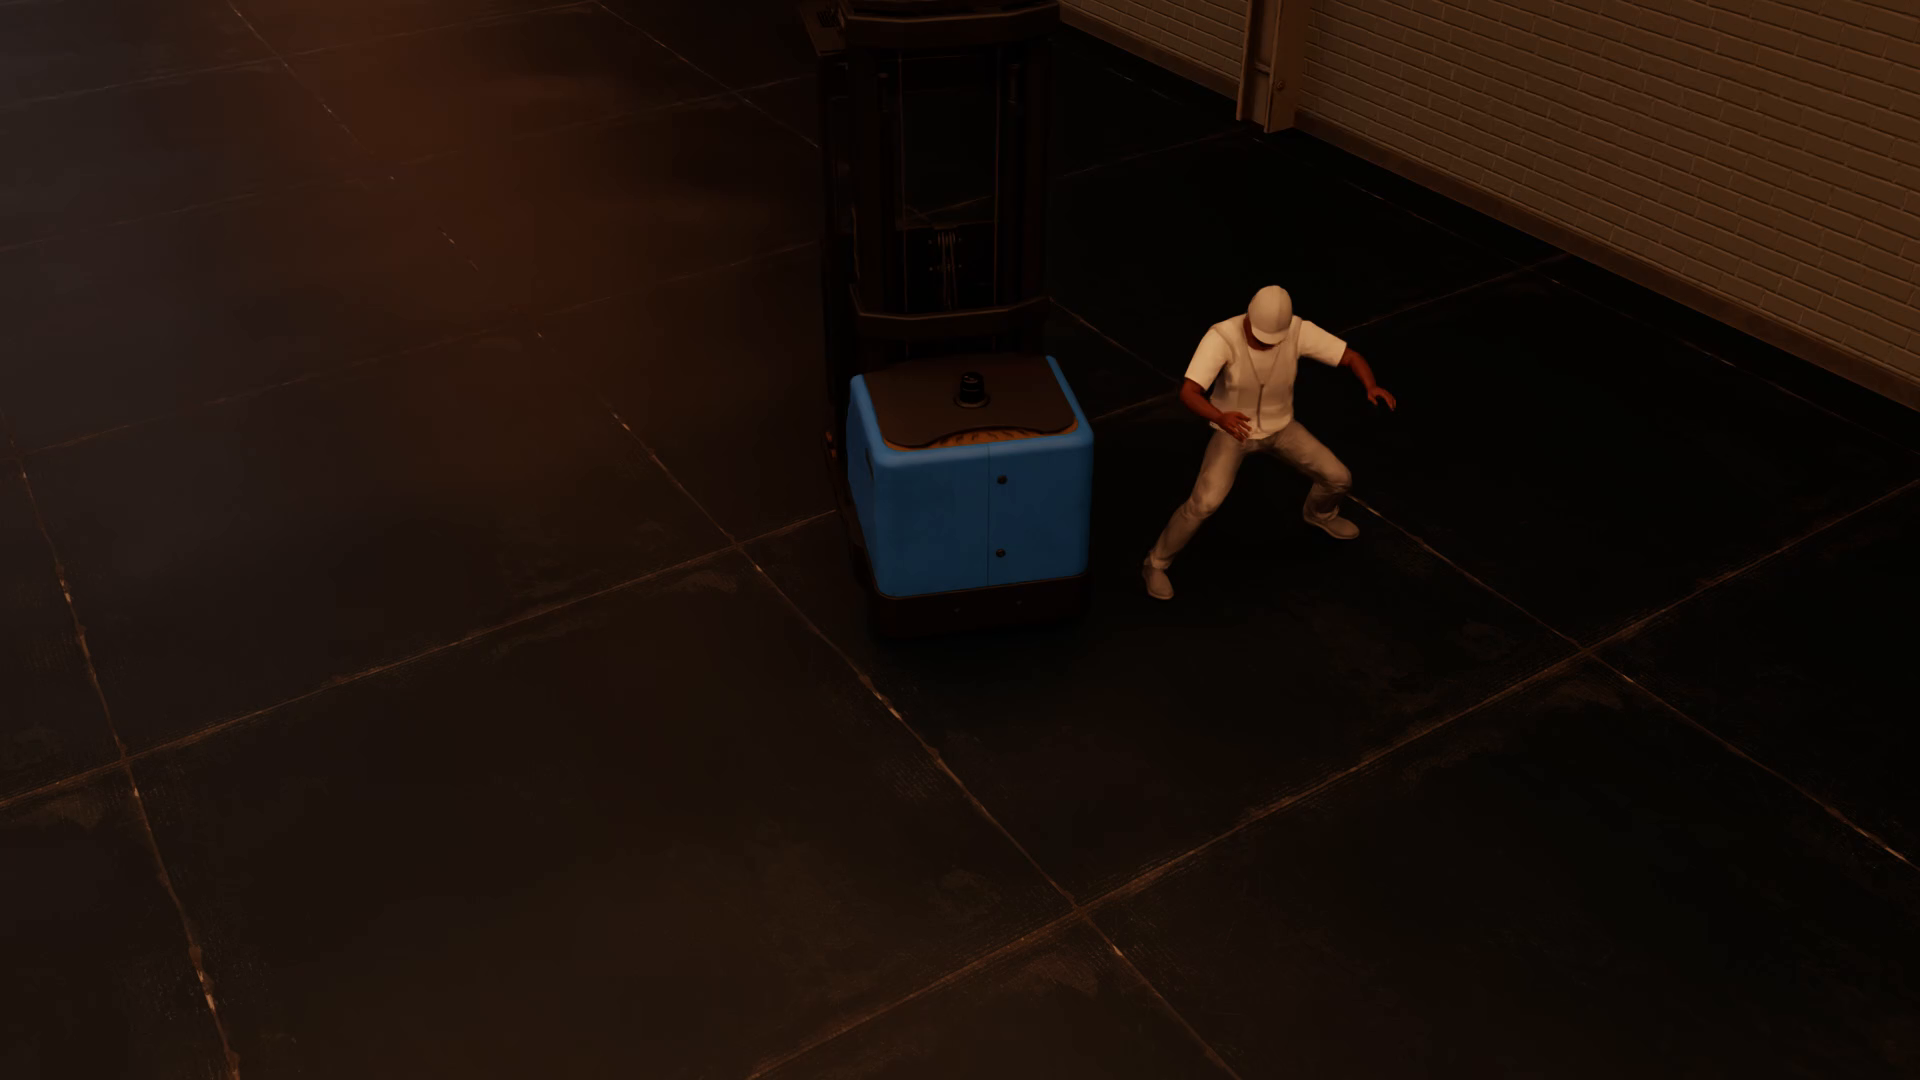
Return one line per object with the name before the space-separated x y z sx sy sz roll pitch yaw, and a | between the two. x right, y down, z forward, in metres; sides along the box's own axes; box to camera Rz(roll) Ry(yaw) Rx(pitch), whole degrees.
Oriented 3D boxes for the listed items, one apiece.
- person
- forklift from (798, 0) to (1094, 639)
person | 1.500 -0.528 8.121 1.196 1.533 0.698 -3 35 -5
forklift | -0.170 -1.572 8.385 1.130 2.935 3.031 -7 36 -9
